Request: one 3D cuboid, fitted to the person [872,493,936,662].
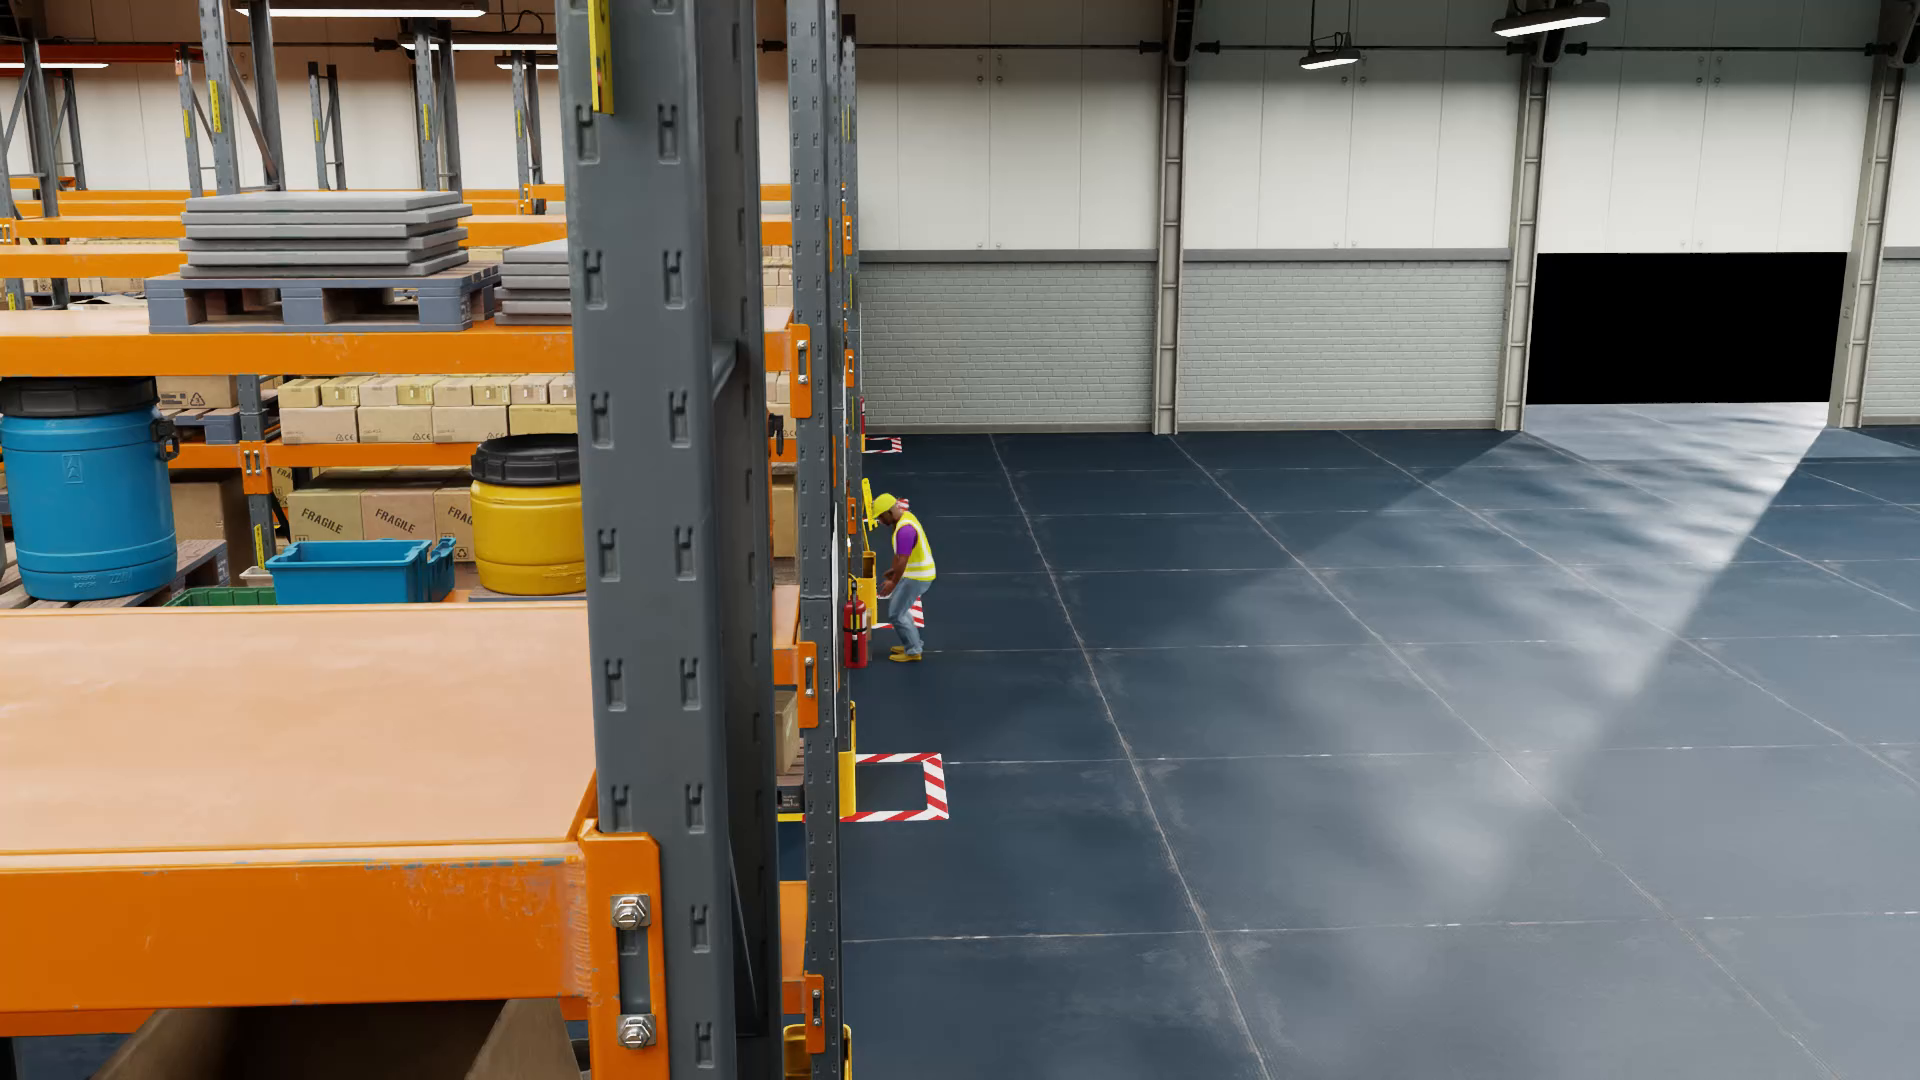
[{"bbox_3d":[-0.532,0.350,15.822,0.599,1.608,0.616,-1,13,-3],"label":"person"}]
